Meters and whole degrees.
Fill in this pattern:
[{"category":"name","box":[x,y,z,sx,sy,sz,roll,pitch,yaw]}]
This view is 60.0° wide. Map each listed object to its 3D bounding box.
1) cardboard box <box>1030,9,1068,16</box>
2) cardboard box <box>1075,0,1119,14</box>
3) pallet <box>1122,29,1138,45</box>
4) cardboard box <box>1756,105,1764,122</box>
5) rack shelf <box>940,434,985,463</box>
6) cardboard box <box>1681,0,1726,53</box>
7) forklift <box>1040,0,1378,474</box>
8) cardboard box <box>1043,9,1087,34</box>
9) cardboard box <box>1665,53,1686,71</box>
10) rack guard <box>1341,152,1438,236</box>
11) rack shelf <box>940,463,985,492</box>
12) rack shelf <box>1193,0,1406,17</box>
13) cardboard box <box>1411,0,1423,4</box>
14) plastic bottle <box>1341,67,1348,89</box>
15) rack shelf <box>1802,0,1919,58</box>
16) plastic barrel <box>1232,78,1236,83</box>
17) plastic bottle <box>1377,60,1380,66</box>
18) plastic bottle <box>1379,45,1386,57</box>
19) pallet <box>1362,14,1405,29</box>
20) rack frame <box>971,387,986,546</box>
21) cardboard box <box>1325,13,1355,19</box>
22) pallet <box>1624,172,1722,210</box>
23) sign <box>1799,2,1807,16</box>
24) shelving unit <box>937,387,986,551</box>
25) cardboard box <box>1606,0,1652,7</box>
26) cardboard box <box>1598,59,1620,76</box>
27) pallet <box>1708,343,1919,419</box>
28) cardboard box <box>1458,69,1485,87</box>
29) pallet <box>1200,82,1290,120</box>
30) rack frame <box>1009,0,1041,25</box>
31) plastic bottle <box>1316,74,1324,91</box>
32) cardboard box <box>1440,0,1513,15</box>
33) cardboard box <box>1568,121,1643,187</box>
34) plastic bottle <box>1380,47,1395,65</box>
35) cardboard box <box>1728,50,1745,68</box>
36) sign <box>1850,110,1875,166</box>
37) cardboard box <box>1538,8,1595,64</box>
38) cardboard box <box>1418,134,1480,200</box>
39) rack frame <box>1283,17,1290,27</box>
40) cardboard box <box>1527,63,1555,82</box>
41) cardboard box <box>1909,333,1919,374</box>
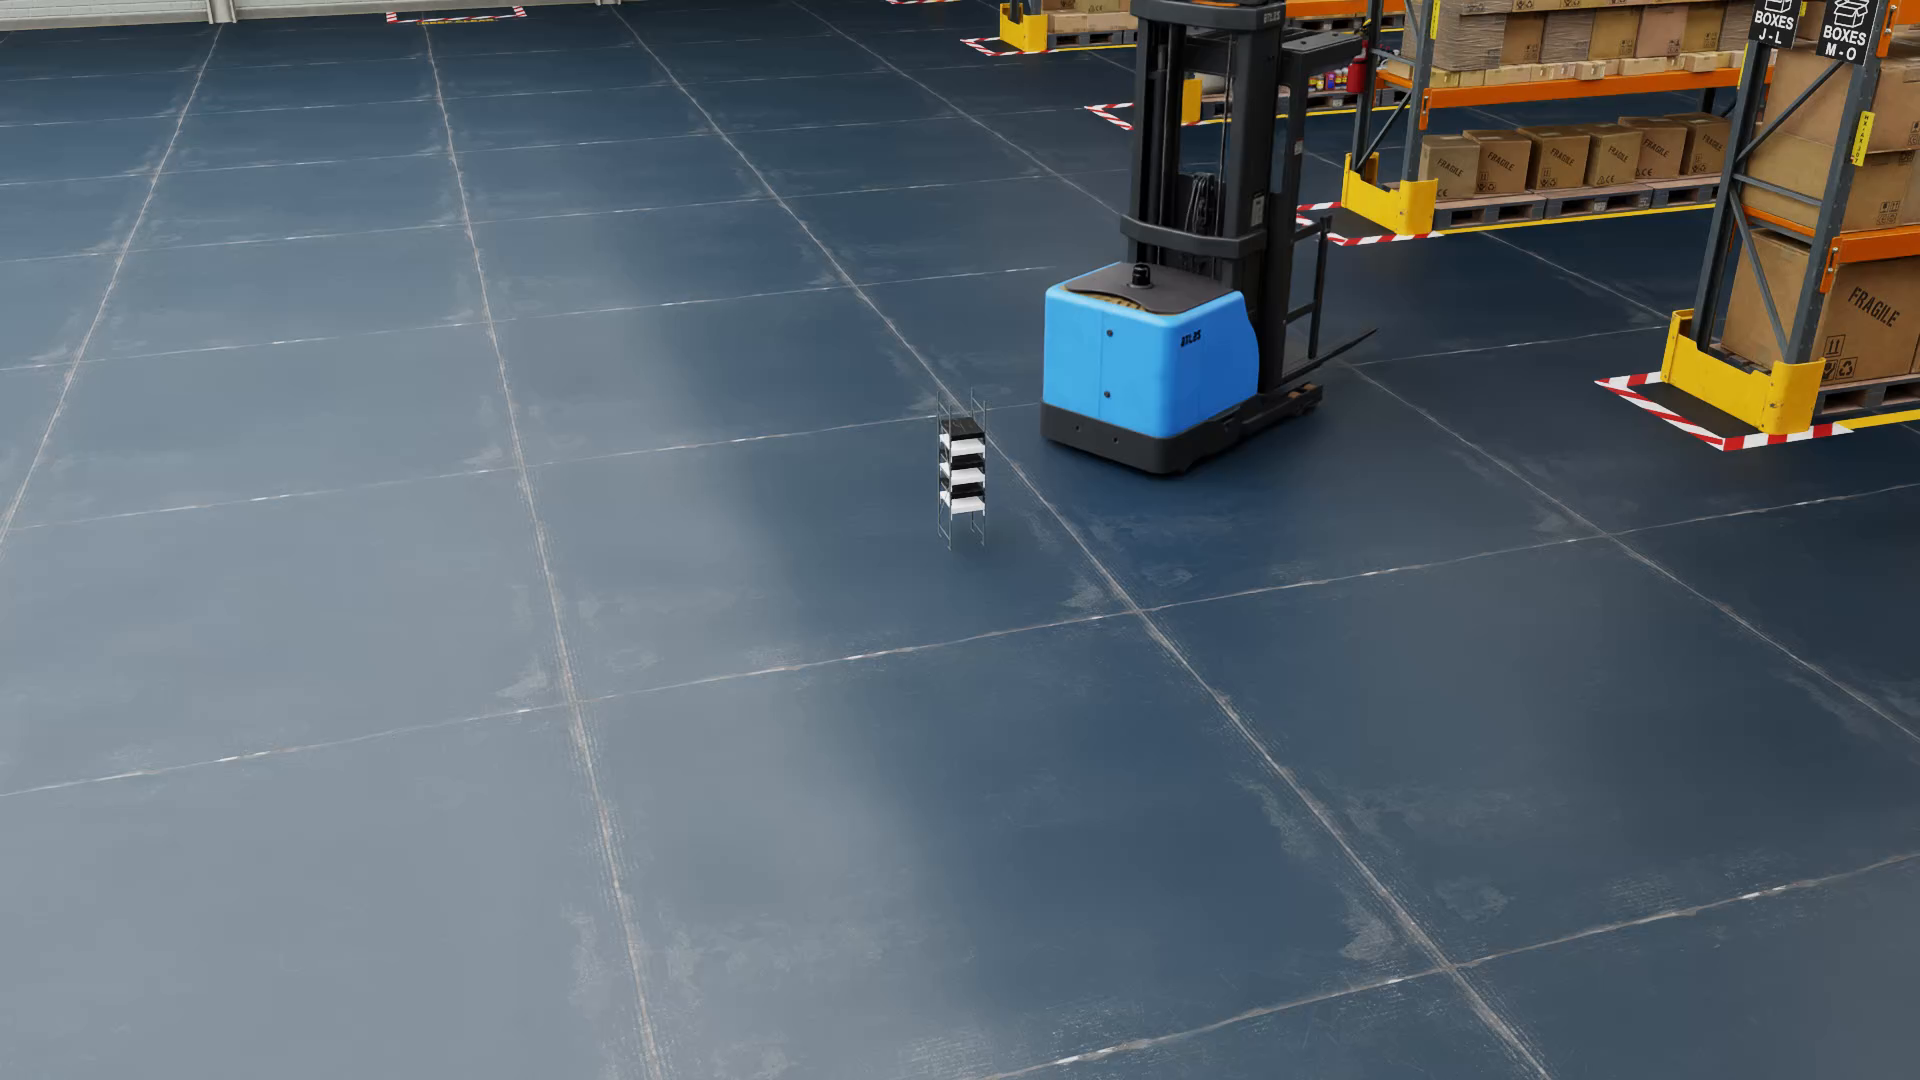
[{"category":"cardboard box","box":[1.363,-7.767,24.641,0.500,0.250,0.500,-8,28,-16]},{"category":"cardboard box","box":[1.998,-7.953,24.174,0.500,0.500,0.500,-8,28,-16]},{"category":"pallet","box":[2.817,-7.652,24.926,1.213,0.211,1.003,-8,28,-16]},{"category":"cardboard box","box":[8.403,-4.126,17.005,0.500,0.500,0.700,-10,28,-20]},{"category":"rack shelf","box":[0.008,-0.536,9.487,0.200,0.077,0.258,-8,28,-16]},{"category":"cardboard box","box":[6.879,-5.062,16.125,0.500,0.500,0.875,-8,28,-16]},{"category":"forklift","box":[1.882,-2.302,11.091,1.130,2.935,3.031,21,34,36]},{"category":"cardboard box","box":[1.524,-7.548,24.200,0.500,0.250,0.500,-8,28,-16]},{"category":"cardboard box","box":[6.720,-4.607,15.940,0.250,0.149,0.380,-8,28,-16]},{"category":"rack guard","box":[4.081,-3.313,15.862,0.348,0.500,1.175,-8,28,-16]},{"category":"rack shelf","box":[0.008,-0.374,9.567,0.200,0.077,0.258,-8,28,-16]},{"category":"rack shelf","box":[4.377,-6.470,20.218,4.000,0.370,1.077,-8,28,-16]},{"category":"cardboard box","box":[4.455,-5.229,15.337,0.500,0.500,0.500,-8,28,-16]},{"category":"plastic bottle","box":[4.717,-5.671,20.372,0.097,0.271,0.097,0,26,0]},{"category":"rack shelf","box":[7.350,-3.608,11.080,4.000,0.370,1.077,-8,28,-16]},{"category":"plastic barrel","box":[3.554,-5.782,20.350,0.421,0.512,0.421,0,26,0]},{"category":"plastic bottle","box":[5.210,-5.806,20.632,0.133,0.283,0.061,-8,28,-16]},{"category":"plastic bottle","box":[5.382,-6.142,21.234,0.185,0.351,0.144,-7,27,-15]},{"category":"pallet","box":[6.599,-8.201,26.032,1.213,0.211,1.003,-8,28,-16]},{"category":"rack frame","box":[0.104,-0.418,9.580,0.006,0.900,0.240,-8,28,-16]},{"category":"cardboard box","box":[5.695,-8.140,25.392,0.500,0.250,0.500,-8,27,-15]},{"category":"pallet","box":[7.185,-3.617,16.798,1.213,0.211,1.003,-8,28,-16]},{"category":"sign","box":[7.988,-5.133,15.742,0.005,0.325,0.100,-8,28,-16]},{"category":"shelving unit","box":[0.008,-0.404,9.552,0.210,0.900,0.258,-8,28,-16]},{"category":"cardboard box","box":[6.042,-5.216,15.311,0.500,0.500,0.500,-8,28,-16]},{"category":"cardboard box","box":[6.007,-4.505,15.733,0.250,0.149,0.380,-8,28,-16]},{"category":"pallet","box":[6.185,-1.206,11.941,1.213,0.211,1.003,-8,28,-16]},{"category":"cardboard box","box":[4.597,-4.275,15.270,0.250,0.149,0.380,-8,28,-16]},{"category":"pallet","box":[3.307,-5.408,20.405,1.213,0.211,1.003,-8,28,-16]},{"category":"rack frame","box":[0.945,-8.612,23.723,0.127,3.000,1.000,-8,28,-16]},{"category":"plastic bottle","box":[4.394,-5.593,20.294,0.097,0.201,0.097,0,26,0]},{"category":"cardboard box","box":[4.616,-5.009,14.895,0.500,0.500,0.500,-8,28,-16]},{"category":"cardboard box","box":[6.311,-3.803,16.376,0.500,0.500,0.500,-11,28,-21]},{"category":"plastic bottle","box":[5.427,-6.081,21.111,0.185,0.351,0.144,-8,28,-16]},{"category":"cardboard box","box":[7.458,-4.677,16.079,0.250,0.149,0.380,-8,28,-16]},{"category":"sign","box":[5.615,-2.499,10.348,0.005,0.325,0.100,-8,28,-16]},{"category":"cardboard box","box":[5.467,-4.835,15.669,0.500,0.500,0.875,-8,28,-16]},{"category":"cardboard box","box":[4.608,-3.570,15.906,0.500,0.500,0.500,-3,27,-7]},{"category":"rack frame","box":[4.748,-9.162,24.832,0.127,3.000,1.000,-8,28,-16]},{"category":"cardboard box","box":[5.311,-4.378,15.477,0.250,0.149,0.380,-8,28,-16]},{"category":"cardboard box","box":[6.909,-1.791,11.902,0.875,0.875,0.875,-9,28,-17]}]
